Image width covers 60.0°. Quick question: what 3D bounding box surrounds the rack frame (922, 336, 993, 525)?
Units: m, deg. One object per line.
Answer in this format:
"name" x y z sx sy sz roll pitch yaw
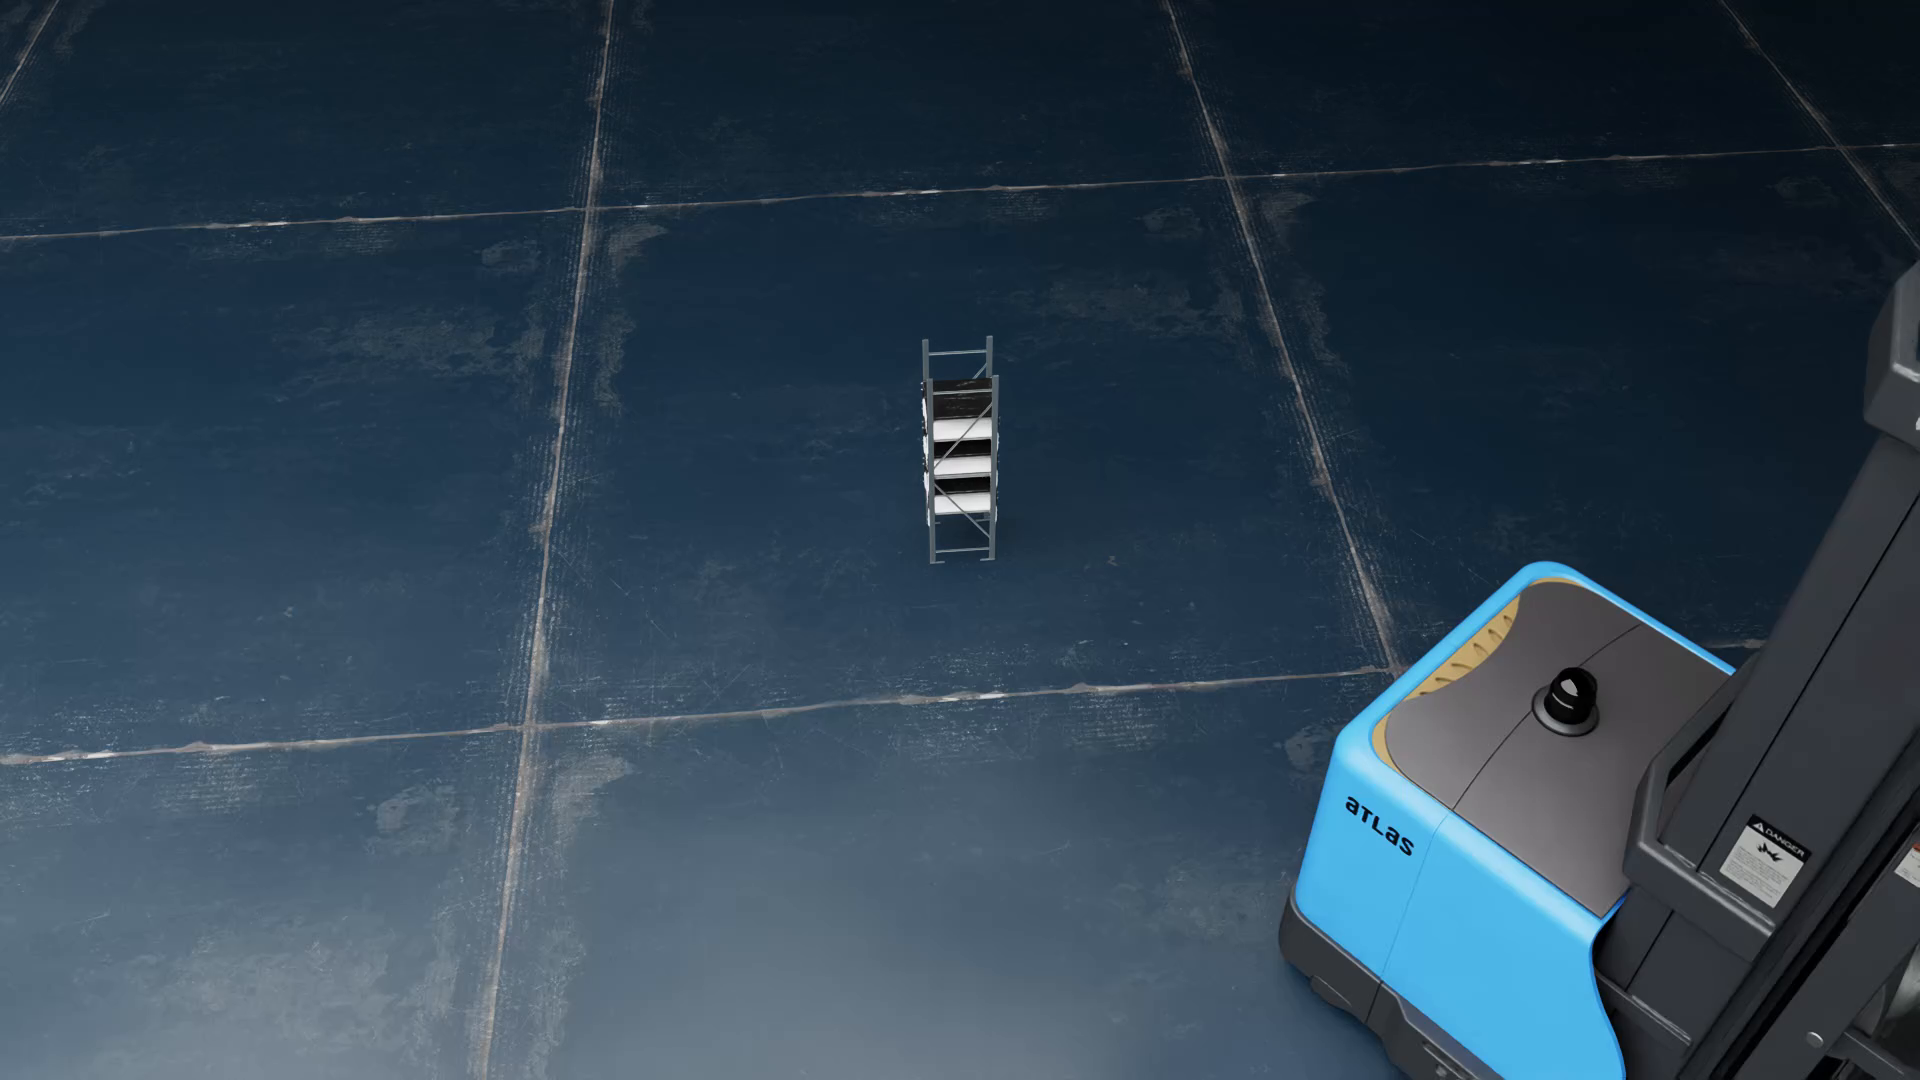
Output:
"rack frame" -0.008 -0.377 5.987 0.240 0.900 0.006 -3 47 -3

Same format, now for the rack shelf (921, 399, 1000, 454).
"rack shelf" 0.001 -0.404 5.811 0.258 0.077 0.200 -3 47 -3

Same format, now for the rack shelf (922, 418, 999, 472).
"rack shelf" 0.001 -0.343 5.877 0.258 0.077 0.200 -3 47 -3

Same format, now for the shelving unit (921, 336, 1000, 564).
"shelving unit" 0.001 -0.304 5.918 0.258 0.900 0.210 -3 47 -3

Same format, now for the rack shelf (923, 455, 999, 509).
"rack shelf" 0.001 -0.219 6.007 0.258 0.077 0.200 -3 47 -3

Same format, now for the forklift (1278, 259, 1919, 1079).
"forklift" 2.336 0.783 3.490 1.130 2.935 3.031 -35 55 -28

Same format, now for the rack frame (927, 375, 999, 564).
"rack frame" 0.009 -0.230 5.848 0.240 0.900 0.006 -3 47 -3

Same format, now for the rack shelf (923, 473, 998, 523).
"rack shelf" 0.001 -0.157 6.073 0.258 0.077 0.200 -3 47 -3

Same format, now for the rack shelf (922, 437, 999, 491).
"rack shelf" 0.001 -0.281 5.942 0.258 0.077 0.200 -3 47 -3

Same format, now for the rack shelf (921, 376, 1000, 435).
"rack shelf" 0.001 -0.466 5.746 0.258 0.077 0.200 -3 47 -3
